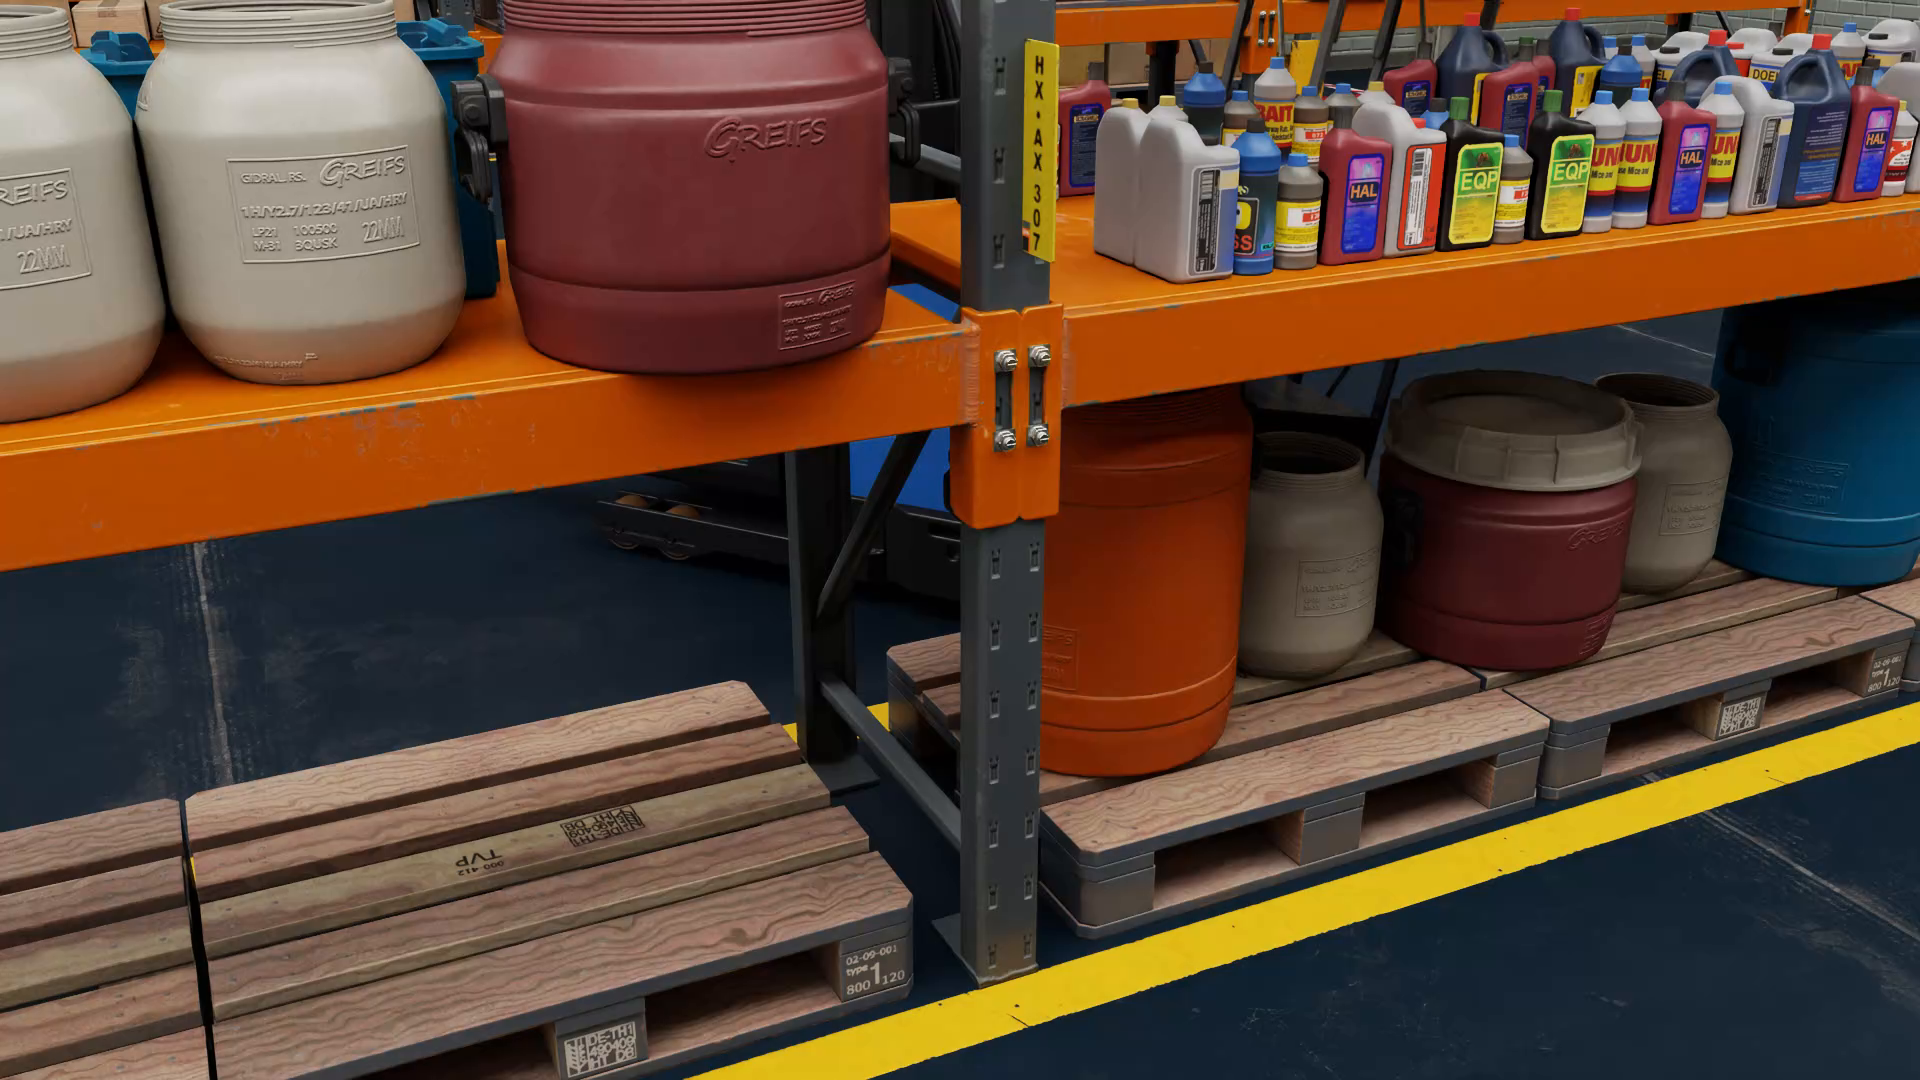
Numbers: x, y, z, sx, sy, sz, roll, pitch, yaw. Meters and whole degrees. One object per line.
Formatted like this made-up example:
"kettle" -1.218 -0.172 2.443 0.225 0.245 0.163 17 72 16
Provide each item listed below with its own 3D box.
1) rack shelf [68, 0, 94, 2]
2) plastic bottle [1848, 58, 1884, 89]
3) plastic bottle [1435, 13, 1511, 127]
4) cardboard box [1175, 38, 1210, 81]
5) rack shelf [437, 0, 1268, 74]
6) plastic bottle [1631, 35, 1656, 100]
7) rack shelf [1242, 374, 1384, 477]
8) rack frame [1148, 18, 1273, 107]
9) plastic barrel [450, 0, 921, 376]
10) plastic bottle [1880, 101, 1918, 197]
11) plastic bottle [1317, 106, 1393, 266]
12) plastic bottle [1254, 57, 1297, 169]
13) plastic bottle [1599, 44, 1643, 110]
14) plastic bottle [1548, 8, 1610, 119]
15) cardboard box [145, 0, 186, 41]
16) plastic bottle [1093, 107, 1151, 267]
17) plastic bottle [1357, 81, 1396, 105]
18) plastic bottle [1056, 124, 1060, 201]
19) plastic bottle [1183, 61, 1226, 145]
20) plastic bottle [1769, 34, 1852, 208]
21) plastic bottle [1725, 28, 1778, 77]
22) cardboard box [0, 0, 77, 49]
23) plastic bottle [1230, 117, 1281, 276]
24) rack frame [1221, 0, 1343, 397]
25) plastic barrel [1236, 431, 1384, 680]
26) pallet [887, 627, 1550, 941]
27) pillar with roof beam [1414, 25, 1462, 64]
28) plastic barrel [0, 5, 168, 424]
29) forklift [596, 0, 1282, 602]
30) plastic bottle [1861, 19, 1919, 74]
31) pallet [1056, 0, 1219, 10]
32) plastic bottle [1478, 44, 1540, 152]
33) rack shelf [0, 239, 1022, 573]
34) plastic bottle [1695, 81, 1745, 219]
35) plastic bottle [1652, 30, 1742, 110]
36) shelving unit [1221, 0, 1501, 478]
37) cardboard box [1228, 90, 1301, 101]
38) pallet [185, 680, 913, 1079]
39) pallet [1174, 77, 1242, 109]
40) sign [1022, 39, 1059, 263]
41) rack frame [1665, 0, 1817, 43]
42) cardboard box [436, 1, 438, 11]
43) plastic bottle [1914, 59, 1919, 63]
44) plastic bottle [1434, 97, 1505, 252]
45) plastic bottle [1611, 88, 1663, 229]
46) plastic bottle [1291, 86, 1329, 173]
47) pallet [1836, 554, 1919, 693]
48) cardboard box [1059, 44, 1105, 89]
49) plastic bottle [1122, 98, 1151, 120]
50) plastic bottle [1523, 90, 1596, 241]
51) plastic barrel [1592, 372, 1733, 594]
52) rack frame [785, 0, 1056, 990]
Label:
"rack shelf" -6.221 -3.460 10.627 4.000 0.370 1.077 -10 25 -24
"plastic bottle" 2.083 -0.972 3.844 0.097 0.271 0.097 0 22 0
"plastic bottle" 1.249 -1.103 4.056 0.185 0.351 0.144 -10 25 -24
"cardboard box" 1.752 -4.256 14.330 0.500 0.500 0.700 -11 25 -24
"rack shelf" -0.465 -2.417 8.107 4.000 0.370 1.077 -10 25 -24
"plastic bottle" 1.740 -1.166 4.314 0.097 0.271 0.097 0 22 0
"rack shelf" 0.799 -0.197 4.635 0.480 0.518 0.431 2 19 -29
"rack frame" 1.337 -3.081 8.771 0.127 3.000 1.000 -10 25 -24
"plastic barrel" -0.409 -0.591 2.578 0.708 0.536 0.600 -10 25 -24
"plastic bottle" 2.061 -0.871 3.692 0.097 0.201 0.097 0 22 0
"plastic bottle" 0.724 -0.655 3.063 0.133 0.283 0.061 -10 25 -24
"plastic bottle" 0.728 -0.980 3.864 0.097 0.271 0.097 0 22 0
"plastic bottle" 1.627 -1.084 4.116 0.097 0.271 0.097 0 22 0
"plastic bottle" 1.536 -1.155 4.184 0.185 0.351 0.144 -10 25 -24
"cardboard box" -3.157 -2.295 6.988 0.500 0.311 0.500 -11 25 -24
"plastic bottle" 0.342 -0.665 3.097 0.135 0.276 0.152 -10 25 -24
"plastic bottle" 0.991 -0.996 3.995 0.097 0.201 0.097 0 22 0
"plastic bottle" 0.169 -0.845 3.629 0.097 0.201 0.097 0 22 0
"plastic bottle" 0.553 -0.948 3.786 0.097 0.271 0.097 0 22 0
"plastic bottle" 1.803 -0.902 3.573 0.185 0.351 0.144 -10 25 -24
"plastic bottle" 2.066 -1.217 4.430 0.135 0.276 0.152 -10 25 -24
"cardboard box" -3.772 -2.180 6.463 0.500 0.500 0.500 -12 25 -26
"plastic bottle" 0.525 -0.620 2.995 0.097 0.271 0.097 0 22 0
"rack frame" 0.725 -0.874 4.311 0.015 2.100 0.400 2 19 -29
"plastic barrel" 0.782 0.034 3.949 0.421 0.512 0.421 0 22 0
"pallet" 0.570 0.434 3.927 1.213 0.211 1.003 -10 25 -24
"pillar with roof beam" 6.715 -7.485 11.567 0.400 9.000 9.100 -10 25 -24
"plastic barrel" -1.336 -0.447 2.262 0.421 0.512 0.421 0 22 0
"forklift" -0.559 -1.460 4.945 3.031 2.935 1.130 11 25 24
"plastic bottle" 2.570 -1.310 4.654 0.135 0.276 0.152 -10 25 -24
"pallet" 0.570 -2.897 8.578 1.213 0.211 1.003 -10 25 -24
"plastic bottle" 1.316 -1.041 3.994 0.133 0.283 0.061 -10 25 -24
"rack shelf" -1.924 -0.046 2.379 4.000 0.370 1.077 -10 25 -24
"plastic bottle" 1.565 -0.812 3.458 0.097 0.271 0.097 0 22 0
"plastic bottle" 1.616 -0.933 3.646 0.185 0.351 0.144 -10 25 -24
"shelving unit" 0.939 -0.865 4.428 0.503 2.100 0.431 2 19 -29
"cardboard box" 1.728 -2.321 9.629 0.500 0.500 0.500 -10 25 -24
"pallet" -0.837 0.694 3.298 1.213 0.211 1.003 -10 25 -24
"pallet" 2.103 -4.003 14.644 1.213 0.211 1.003 -10 25 -24
"sign" 0.123 -0.597 2.556 0.005 0.325 0.100 -10 25 -24
"rack frame" 4.942 -3.744 10.374 0.127 3.000 1.000 -10 25 -24
"cardboard box" -3.699 -3.401 11.807 0.750 0.750 0.750 -11 25 -24
"plastic bottle" 2.641 -1.235 4.572 0.097 0.201 0.097 0 22 0
"plastic bottle" 0.966 -0.699 3.170 0.133 0.283 0.061 -10 25 -24
"plastic bottle" 1.357 -0.774 3.366 0.097 0.271 0.097 0 22 0
"plastic bottle" 0.816 -0.964 3.917 0.097 0.201 0.097 0 22 0
"pallet" 2.769 0.029 4.904 1.213 0.211 1.003 -10 25 -24
"cardboard box" 0.821 -4.082 13.908 0.500 0.500 0.700 -10 24 -22
"plastic bottle" 0.377 -0.883 3.721 0.097 0.201 0.097 0 22 0
"plastic bottle" 1.174 -0.738 3.263 0.133 0.283 0.061 -10 25 -24
"plastic barrel" 1.799 -0.153 4.402 0.421 0.512 0.421 0 22 0
"rack frame" -0.122 -0.710 3.043 0.127 3.000 1.000 -10 25 -24
